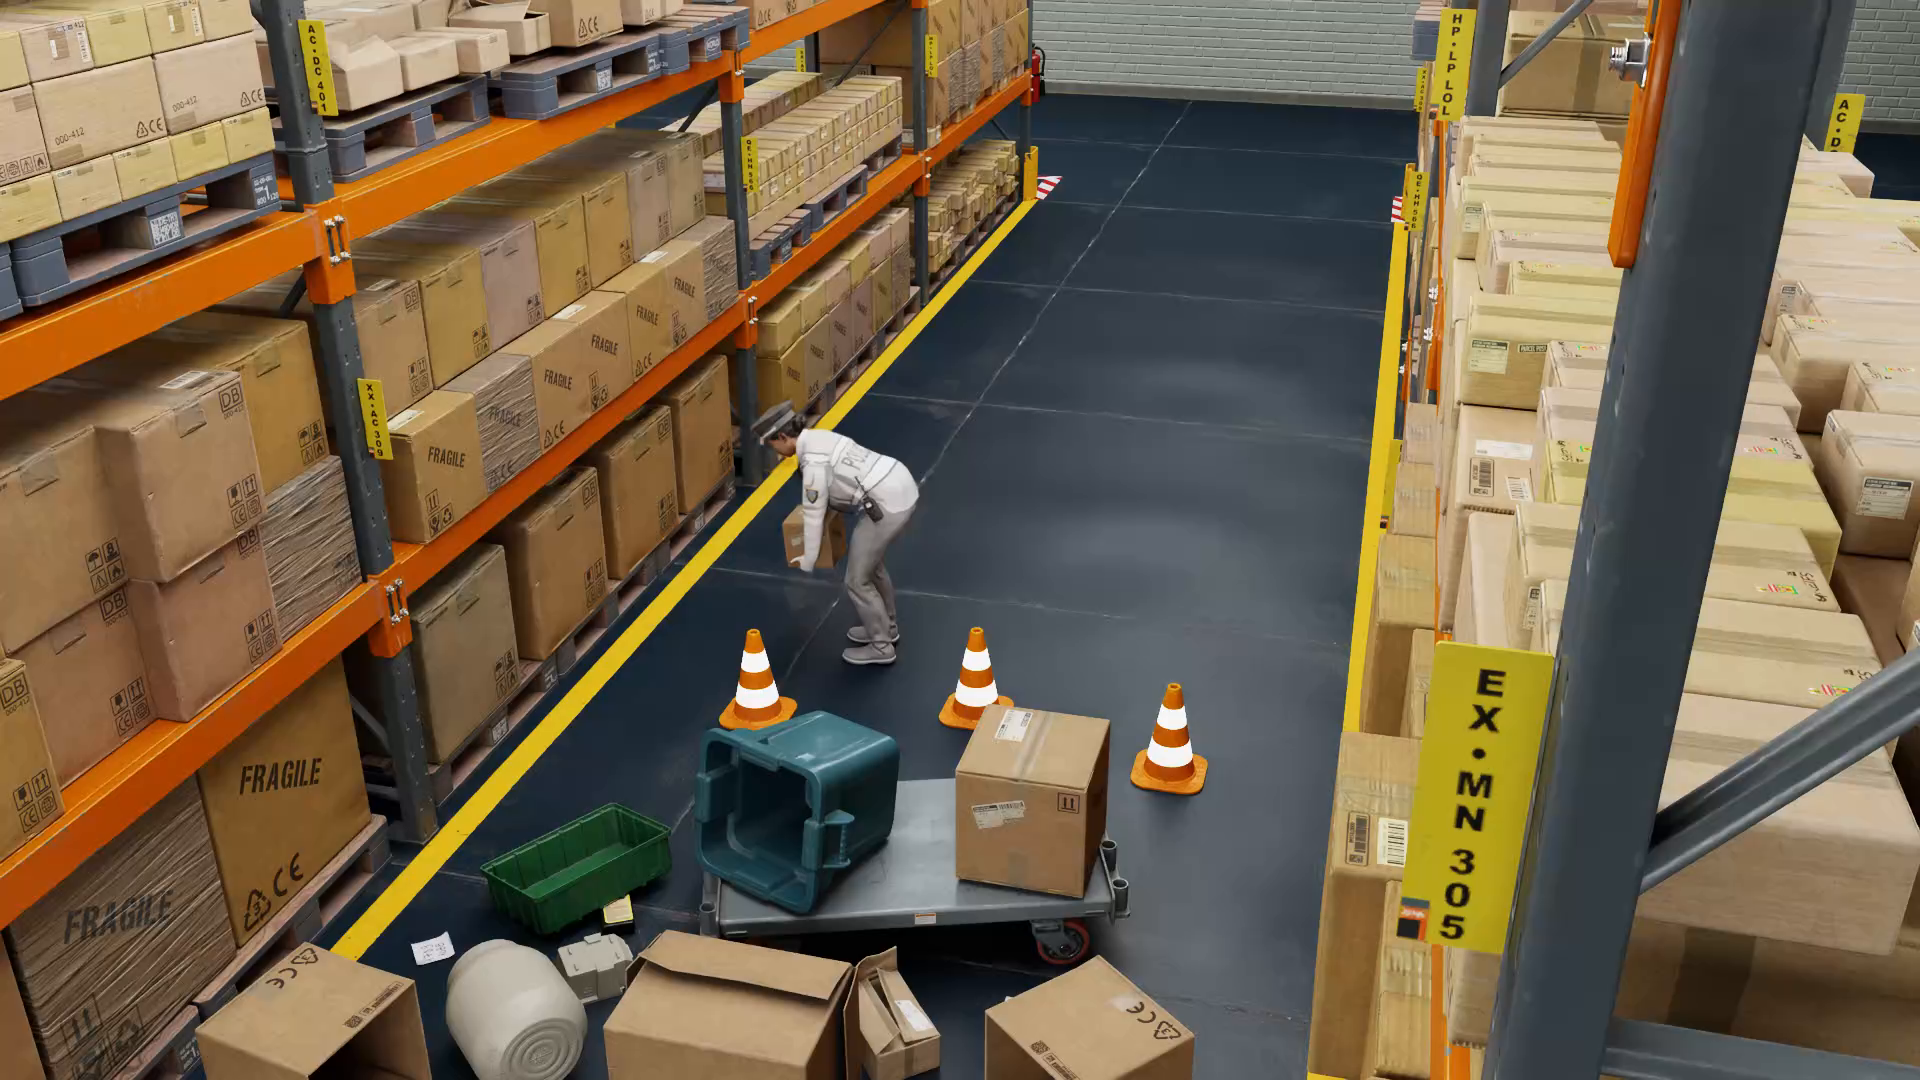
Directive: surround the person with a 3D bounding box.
[{"bbox_3d":[-0.640,-0.048,8.563,0.857,1.366,0.402,6,26,12],"label":"person"}]
